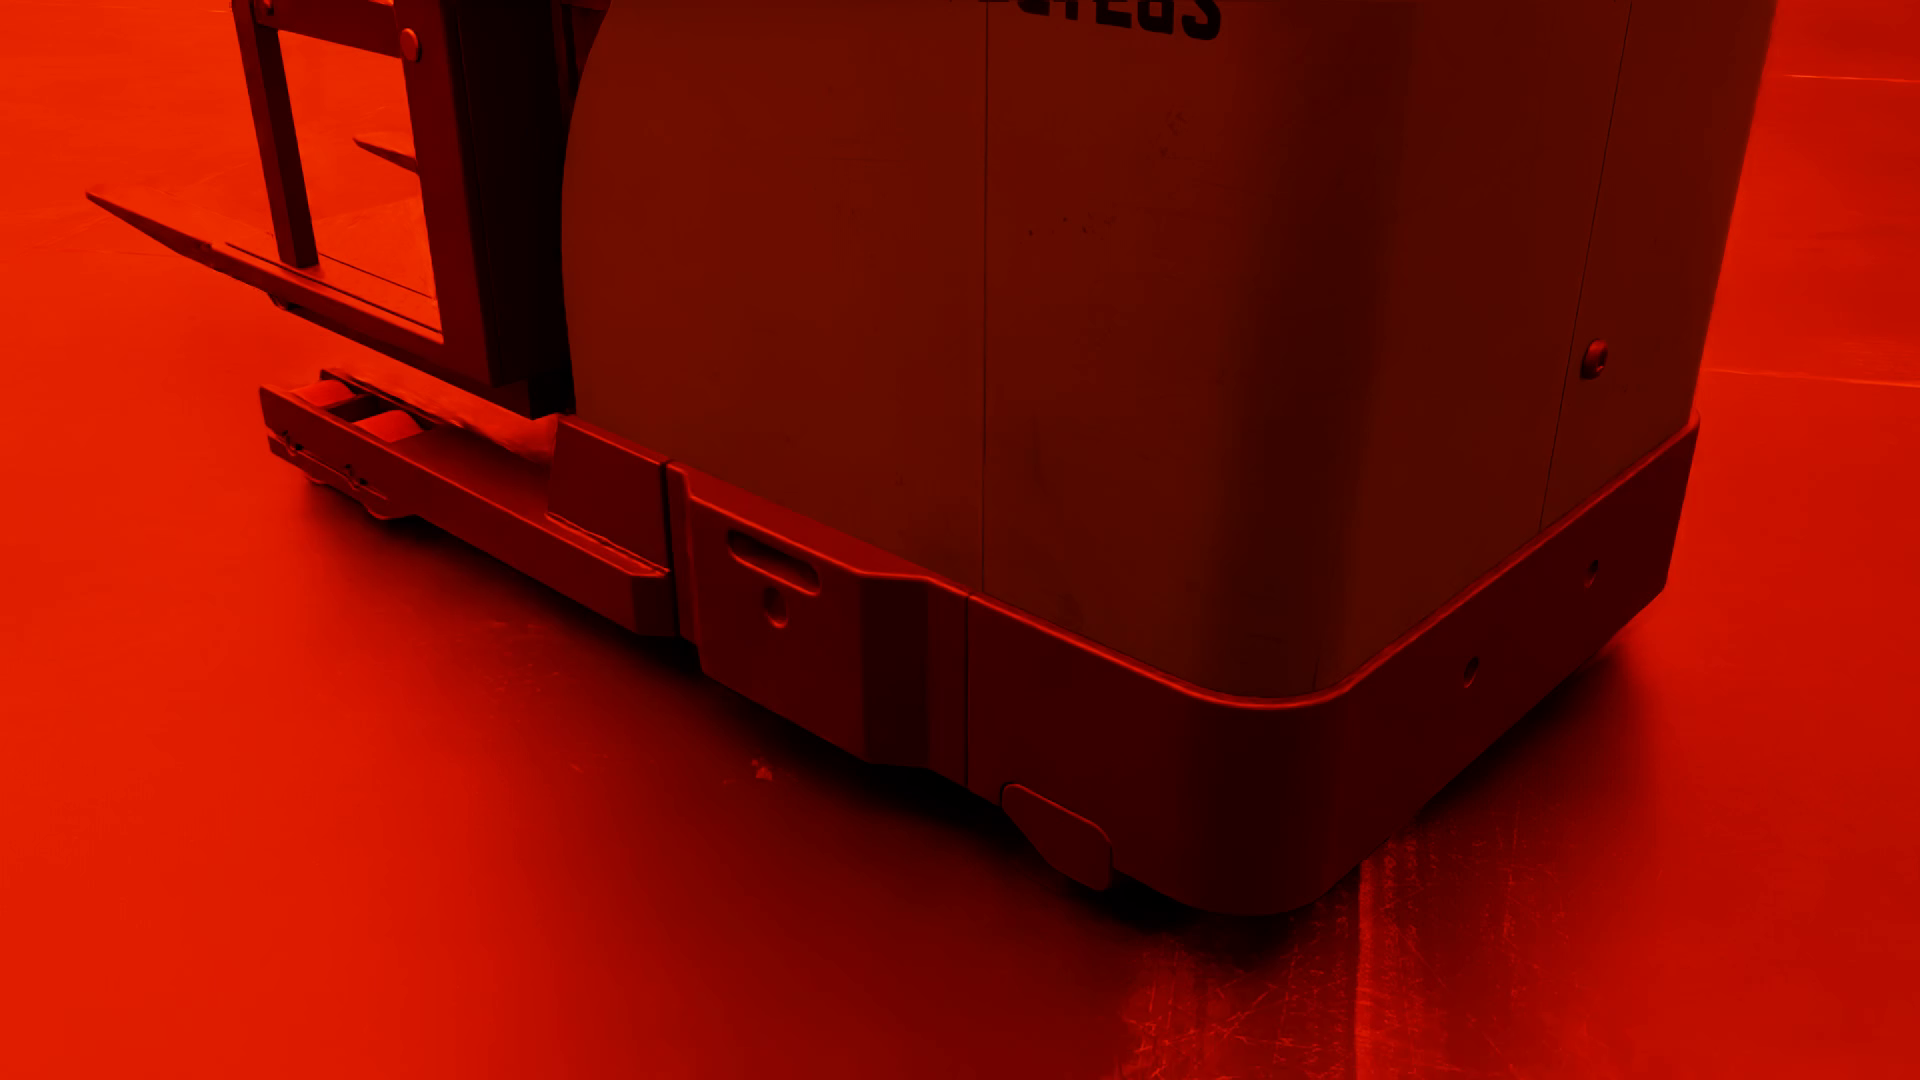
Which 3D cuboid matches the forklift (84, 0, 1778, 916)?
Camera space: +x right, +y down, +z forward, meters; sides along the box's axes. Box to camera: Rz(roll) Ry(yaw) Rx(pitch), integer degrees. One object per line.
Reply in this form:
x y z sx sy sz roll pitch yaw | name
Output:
-0.477 -1.493 2.205 3.031 2.935 1.130 22 34 37 | forklift
